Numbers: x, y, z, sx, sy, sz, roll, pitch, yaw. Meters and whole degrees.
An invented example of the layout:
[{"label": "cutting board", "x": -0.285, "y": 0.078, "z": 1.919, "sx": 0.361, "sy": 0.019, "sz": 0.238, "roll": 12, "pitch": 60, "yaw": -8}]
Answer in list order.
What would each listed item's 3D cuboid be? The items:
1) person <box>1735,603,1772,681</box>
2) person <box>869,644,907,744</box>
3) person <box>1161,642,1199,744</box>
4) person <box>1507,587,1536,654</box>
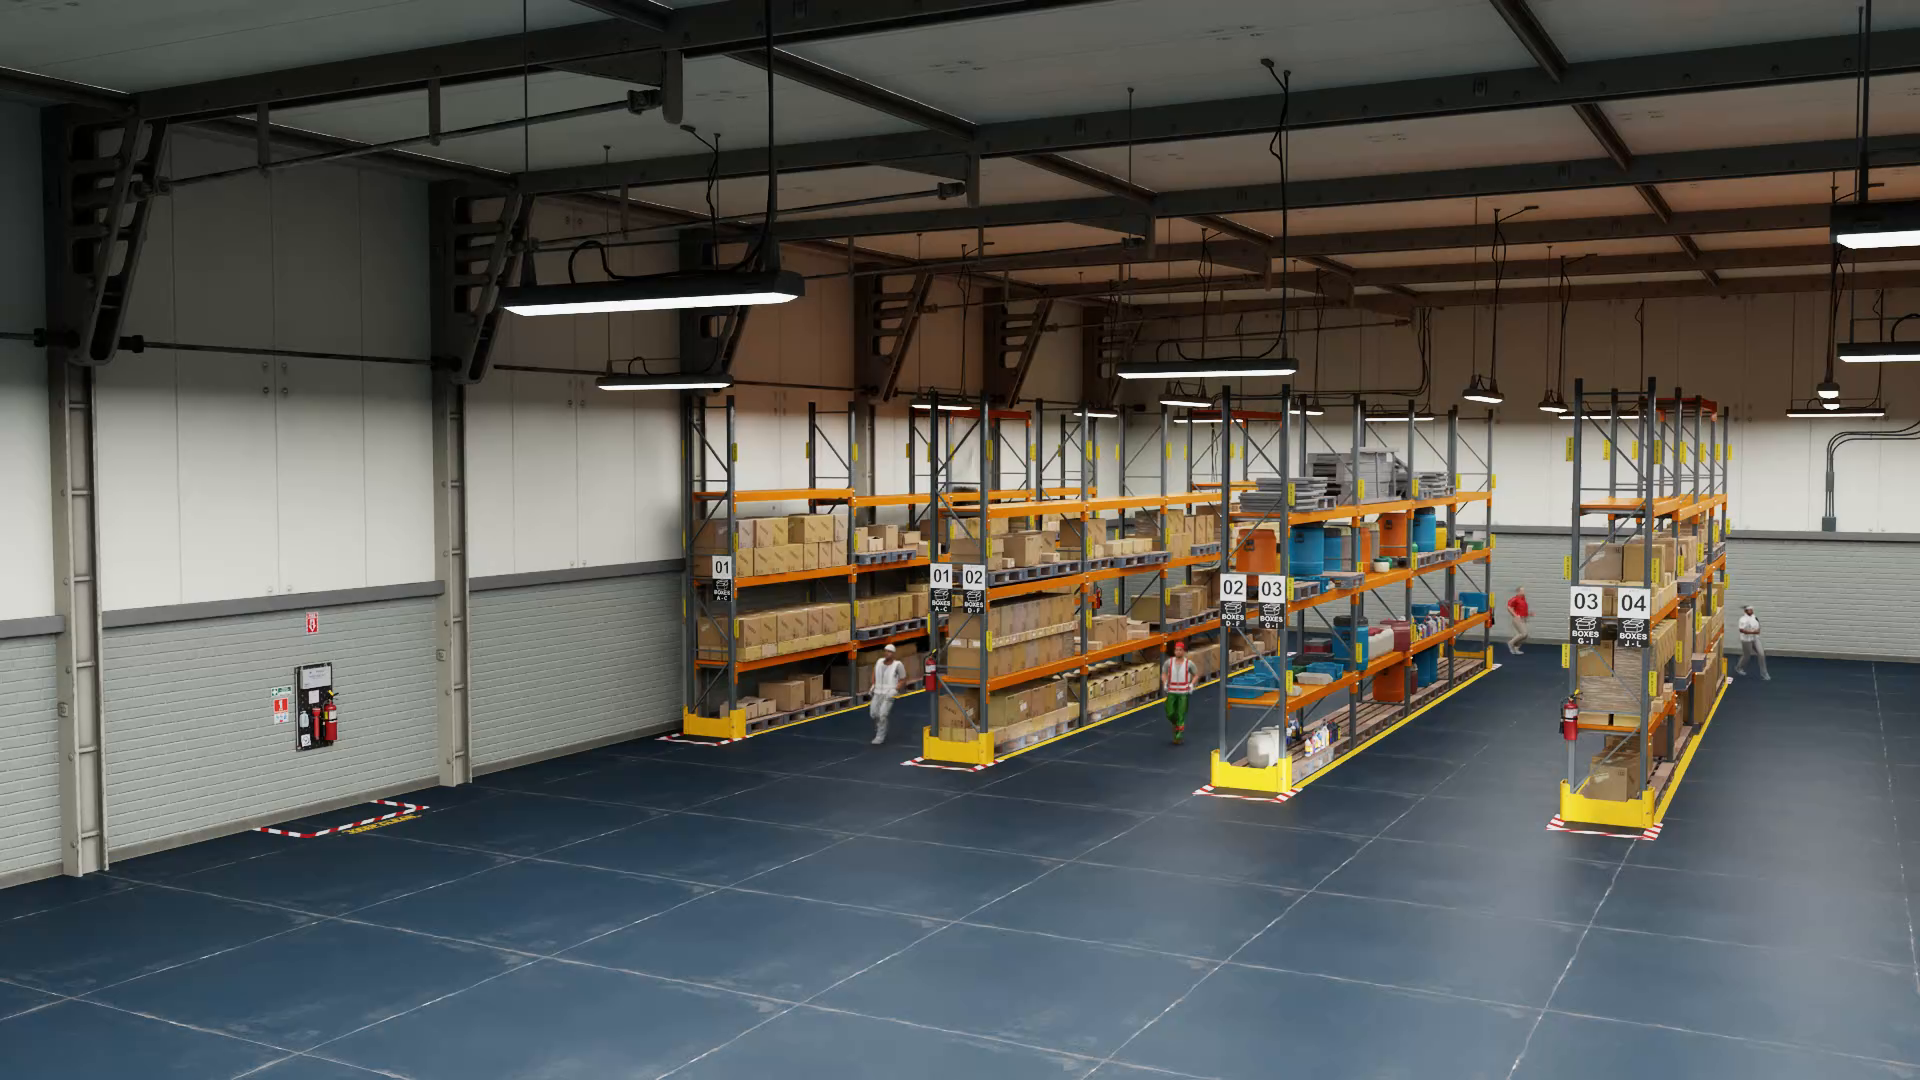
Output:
[{"label": "person", "x": 17.436, "y": 2.231, "z": 36.774, "sx": 0.590, "sy": 1.688, "sz": 0.887, "roll": -1, "pitch": 3, "yaw": -20}, {"label": "person", "x": -1.272, "y": 2.643, "z": 28.512, "sx": 0.687, "sy": 1.716, "sz": 0.542, "roll": 1, "pitch": 3, "yaw": 24}, {"label": "person", "x": 3.773, "y": 2.624, "z": 28.617, "sx": 0.643, "sy": 1.745, "sz": 0.599, "roll": 1, "pitch": 3, "yaw": 16}, {"label": "person", "x": 13.866, "y": 1.992, "z": 41.044, "sx": 0.589, "sy": 1.676, "sz": 0.634, "roll": 3, "pitch": 4, "yaw": 44}]
